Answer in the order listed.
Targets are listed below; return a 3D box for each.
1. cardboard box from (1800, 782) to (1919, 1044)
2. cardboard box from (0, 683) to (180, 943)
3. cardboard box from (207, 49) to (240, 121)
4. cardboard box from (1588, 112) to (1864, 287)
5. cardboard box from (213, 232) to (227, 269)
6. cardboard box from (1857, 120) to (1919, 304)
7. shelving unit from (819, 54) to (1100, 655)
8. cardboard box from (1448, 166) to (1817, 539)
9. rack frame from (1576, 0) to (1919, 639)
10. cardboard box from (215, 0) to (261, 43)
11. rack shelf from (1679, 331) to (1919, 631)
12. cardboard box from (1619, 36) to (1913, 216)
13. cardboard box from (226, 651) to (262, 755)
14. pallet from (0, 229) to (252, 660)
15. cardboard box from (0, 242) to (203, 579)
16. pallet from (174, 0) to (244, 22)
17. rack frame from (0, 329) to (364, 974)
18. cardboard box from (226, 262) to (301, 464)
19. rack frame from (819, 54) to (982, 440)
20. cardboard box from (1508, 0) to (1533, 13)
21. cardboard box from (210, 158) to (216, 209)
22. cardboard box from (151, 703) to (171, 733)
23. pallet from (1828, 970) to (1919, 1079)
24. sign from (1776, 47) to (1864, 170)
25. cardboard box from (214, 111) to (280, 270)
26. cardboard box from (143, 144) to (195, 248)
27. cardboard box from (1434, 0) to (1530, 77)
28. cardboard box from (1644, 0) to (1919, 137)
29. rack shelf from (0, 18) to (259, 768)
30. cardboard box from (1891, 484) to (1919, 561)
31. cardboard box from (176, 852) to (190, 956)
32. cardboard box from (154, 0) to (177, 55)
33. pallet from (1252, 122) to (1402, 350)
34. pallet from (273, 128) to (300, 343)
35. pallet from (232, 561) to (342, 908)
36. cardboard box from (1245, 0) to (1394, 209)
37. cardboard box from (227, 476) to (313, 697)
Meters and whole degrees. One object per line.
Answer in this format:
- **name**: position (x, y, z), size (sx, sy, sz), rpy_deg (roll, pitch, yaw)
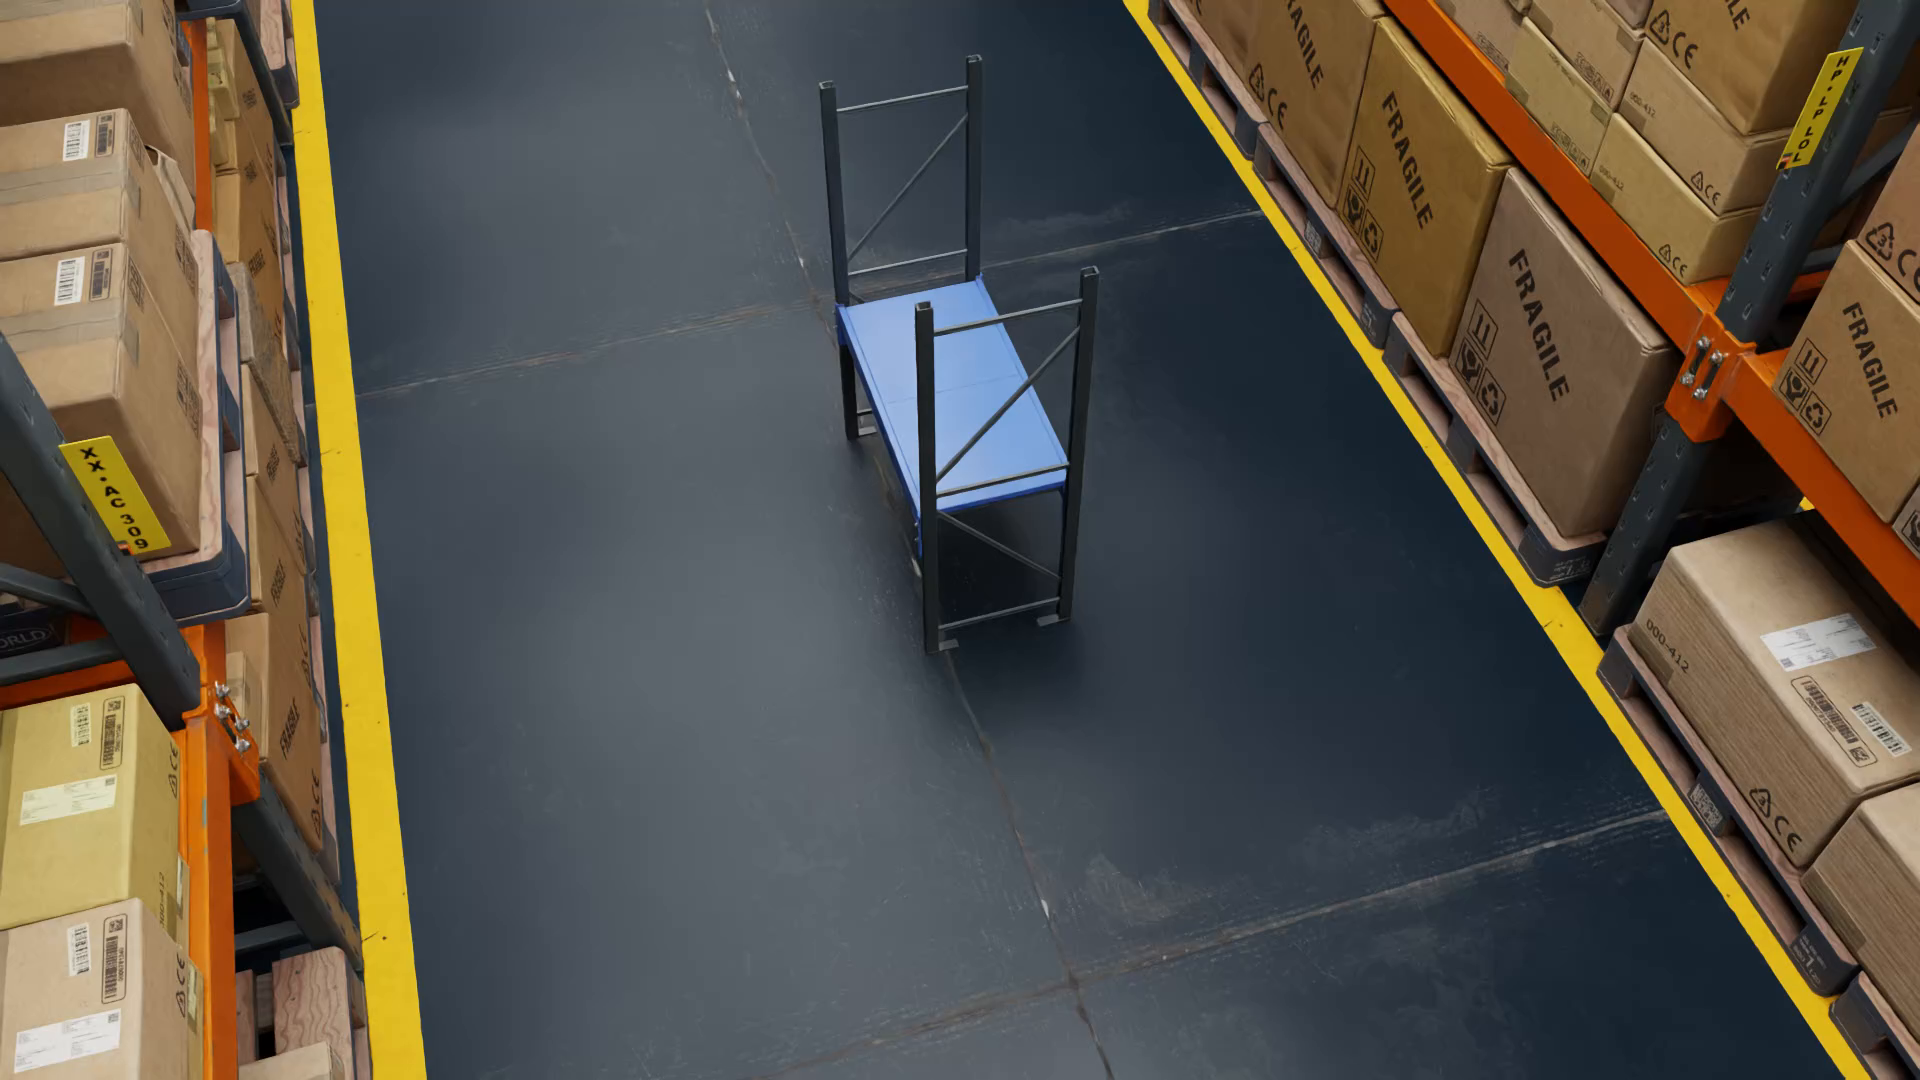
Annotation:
- **cardboard box**: position (2.901, 1.027, 4.324), size (0.875, 0.438, 0.875), rpy_deg (-15, 51, -12)
- **cardboard box**: position (-1.804, 0.594, 3.191), size (0.500, 0.250, 0.500), rpy_deg (-12, 51, -10)
- **cardboard box**: position (-2.872, -1.640, 6.107), size (0.380, 0.149, 0.250), rpy_deg (-16, 52, -13)
- **cardboard box**: position (2.179, -1.023, 4.748), size (0.500, 0.250, 0.500), rpy_deg (-14, 51, -12)
- **cardboard box**: position (-2.617, -0.857, 5.447), size (0.380, 0.149, 0.250), rpy_deg (-16, 52, -13)
- **cardboard box**: position (2.462, -0.752, 3.703), size (0.500, 0.500, 0.500), rpy_deg (-13, 51, -11)
- **shelving unit**: position (-0.025, -0.546, 5.229), size (0.538, 1.500, 1.048), rpy_deg (-13, 51, -11)
- **cardboard box**: position (2.293, -0.686, 5.481), size (0.875, 0.875, 0.875), rpy_deg (-12, 51, -10)
- **rack frame**: position (2.553, -0.800, 4.463), size (1.000, 3.000, 0.127), rpy_deg (-13, 51, -11)
- **cardboard box**: position (-3.542, -2.426, 7.111), size (0.875, 0.625, 0.625), rpy_deg (-12, 51, -10)
- **rack shelf**: position (3.144, 0.892, 3.507), size (1.077, 0.370, 4.000), rpy_deg (-13, 51, -11)
- **cardboard box**: position (2.190, -1.180, 4.554), size (0.500, 0.250, 0.500), rpy_deg (-13, 51, -11)
- **cardboard box**: position (-2.040, 0.464, 4.333), size (0.380, 0.149, 0.250), rpy_deg (-11, 51, -9)
- **pallet**: position (-2.320, -0.222, 4.101), size (1.003, 0.211, 1.213), rpy_deg (-13, 51, -11)
- **cardboard box**: position (-2.117, -0.247, 3.656), size (0.700, 0.500, 0.500), rpy_deg (-12, 51, -10)
- **pallet**: position (-3.103, -2.056, 5.647), size (1.213, 0.211, 1.003), rpy_deg (-13, 51, -11)
- **rack frame**: position (-2.188, 0.325, 3.514), size (1.000, 3.000, 0.127), rpy_deg (-13, 51, -11)
- **cardboard box**: position (-2.574, -0.542, 5.605), size (0.500, 0.500, 0.500), rpy_deg (-15, 51, -12)
- **rack frame**: position (-0.176, -0.917, 5.542), size (0.500, 1.500, 0.032), rpy_deg (-13, 51, -11)
- **cardboard box**: position (1.876, -1.921, 5.178), size (0.500, 0.250, 0.500), rpy_deg (-12, 51, -10)
- **cardboard box**: position (-2.802, -1.234, 5.765), size (0.380, 0.149, 0.250), rpy_deg (-12, 51, -10)
- **cardboard box**: position (-2.098, 0.381, 4.208), size (0.380, 0.149, 0.250), rpy_deg (-14, 51, -12)
- **pallet**: position (3.067, 1.564, 4.293), size (1.003, 0.211, 1.213), rpy_deg (-13, 51, -11)
- **sign**: position (2.037, -1.018, 3.941), size (0.100, 0.325, 0.005), rpy_deg (-13, 51, -11)
- **cardboard box**: position (-2.902, -1.298, 6.243), size (0.500, 0.500, 0.500), rpy_deg (-14, 51, -12)
- **cardboard box**: position (-2.232, -0.869, 4.334), size (0.396, 0.266, 0.258), rpy_deg (-11, 51, -9)
- **cardboard box**: position (1.899, -1.768, 5.377), size (0.500, 0.250, 0.500), rpy_deg (-15, 51, -12)
- **cardboard box**: position (2.181, -1.425, 4.270), size (0.500, 0.500, 0.500), rpy_deg (-12, 51, -10)
- **rack shelf**: position (-2.779, -0.904, 5.021), size (1.077, 0.370, 4.000), rpy_deg (-13, 51, -11)
- **cardboard box**: position (2.586, -0.062, 3.775), size (0.500, 0.500, 0.500), rpy_deg (-13, 51, -11)
- **cardboard box**: position (-1.755, 0.767, 3.306), size (0.380, 0.149, 0.250), rpy_deg (-12, 51, -10)
- **cardboard box**: position (-2.711, -1.615, 4.808), size (0.797, 0.503, 0.637), rpy_deg (-14, 51, -12)
- **pallet**: position (1.888, -1.341, 6.742), size (1.003, 0.211, 1.213), rpy_deg (-13, 51, -11)
- **pallet**: position (-3.186, -1.144, 6.577), size (1.003, 0.211, 1.213), rpy_deg (-13, 51, -11)
- **pallet**: position (-2.464, 0.638, 5.074), size (1.003, 0.211, 1.213), rpy_deg (-13, 51, -11)
- **cardboard box**: position (1.755, -1.997, 6.586), size (0.875, 0.875, 0.875), rpy_deg (-13, 51, -11)
- **cardboard box**: position (-2.283, 0.204, 4.976), size (0.500, 0.500, 0.500), rpy_deg (-14, 51, -11)
